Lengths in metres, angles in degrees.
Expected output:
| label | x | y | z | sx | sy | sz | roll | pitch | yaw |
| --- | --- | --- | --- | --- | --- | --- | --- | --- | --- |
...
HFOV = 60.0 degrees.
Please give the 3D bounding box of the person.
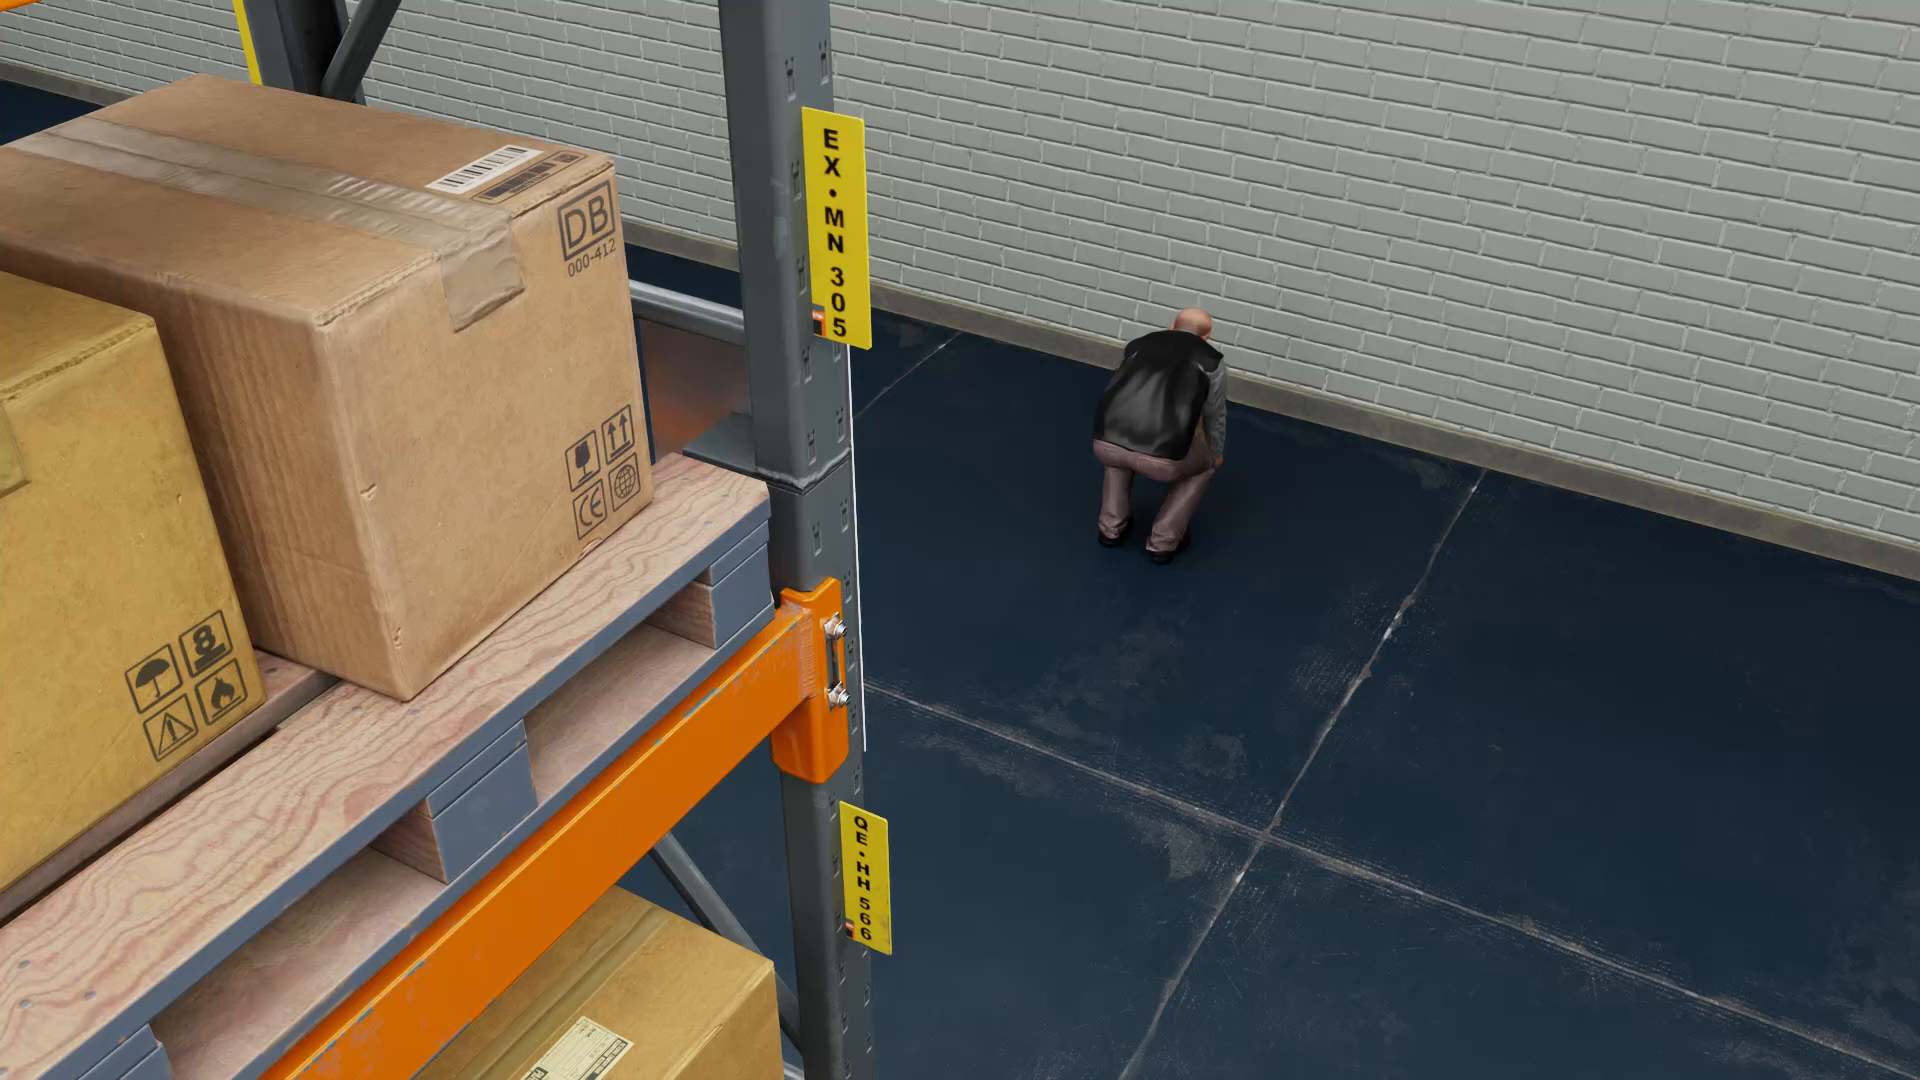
| label | x | y | z | sx | sy | sz | roll | pitch | yaw |
| --- | --- | --- | --- | --- | --- | --- | --- | --- | --- |
| person | 0.913 | -0.464 | 7.546 | 0.520 | 0.954 | 0.928 | 16 | 37 | 23 |
